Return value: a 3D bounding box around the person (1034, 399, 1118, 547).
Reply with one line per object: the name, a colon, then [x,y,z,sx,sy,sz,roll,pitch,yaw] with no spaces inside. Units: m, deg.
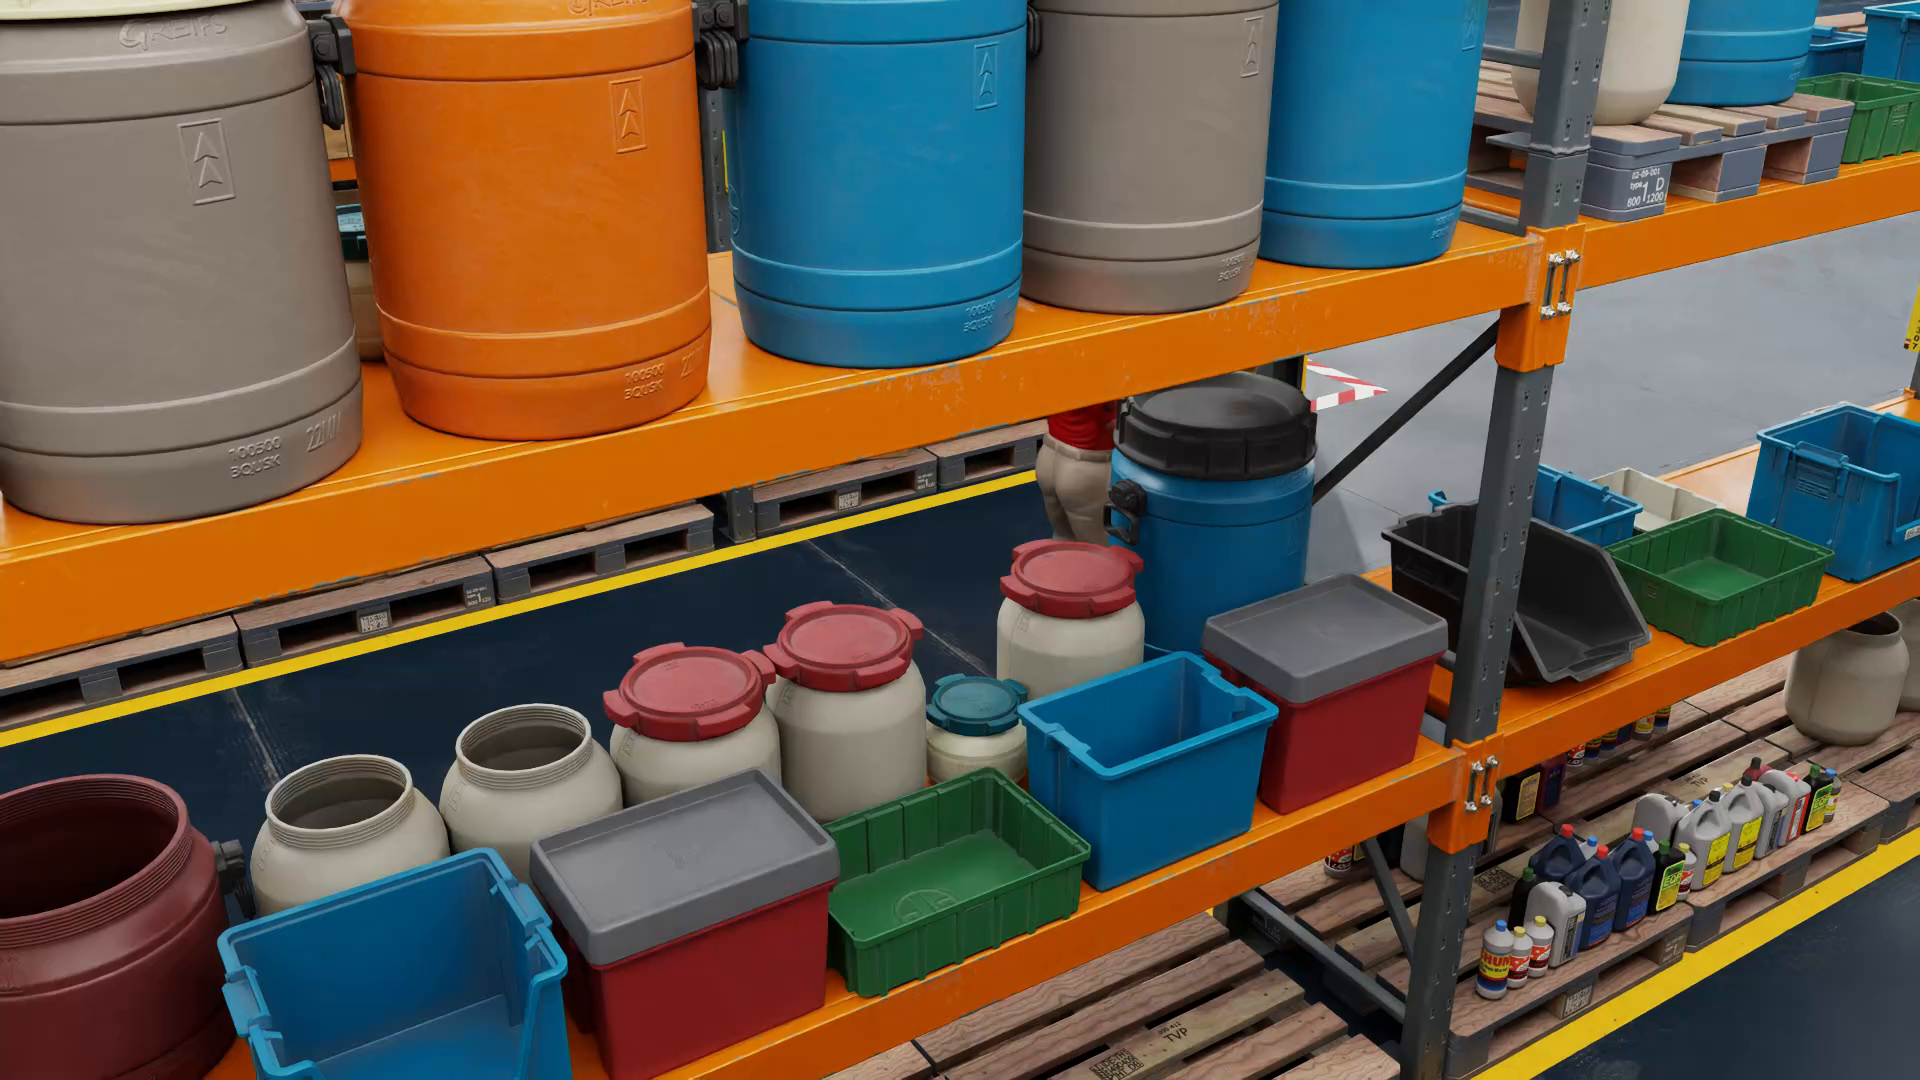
person: [0.620,-0.330,7.851,0.537,1.712,0.493,-15,29,-29]
